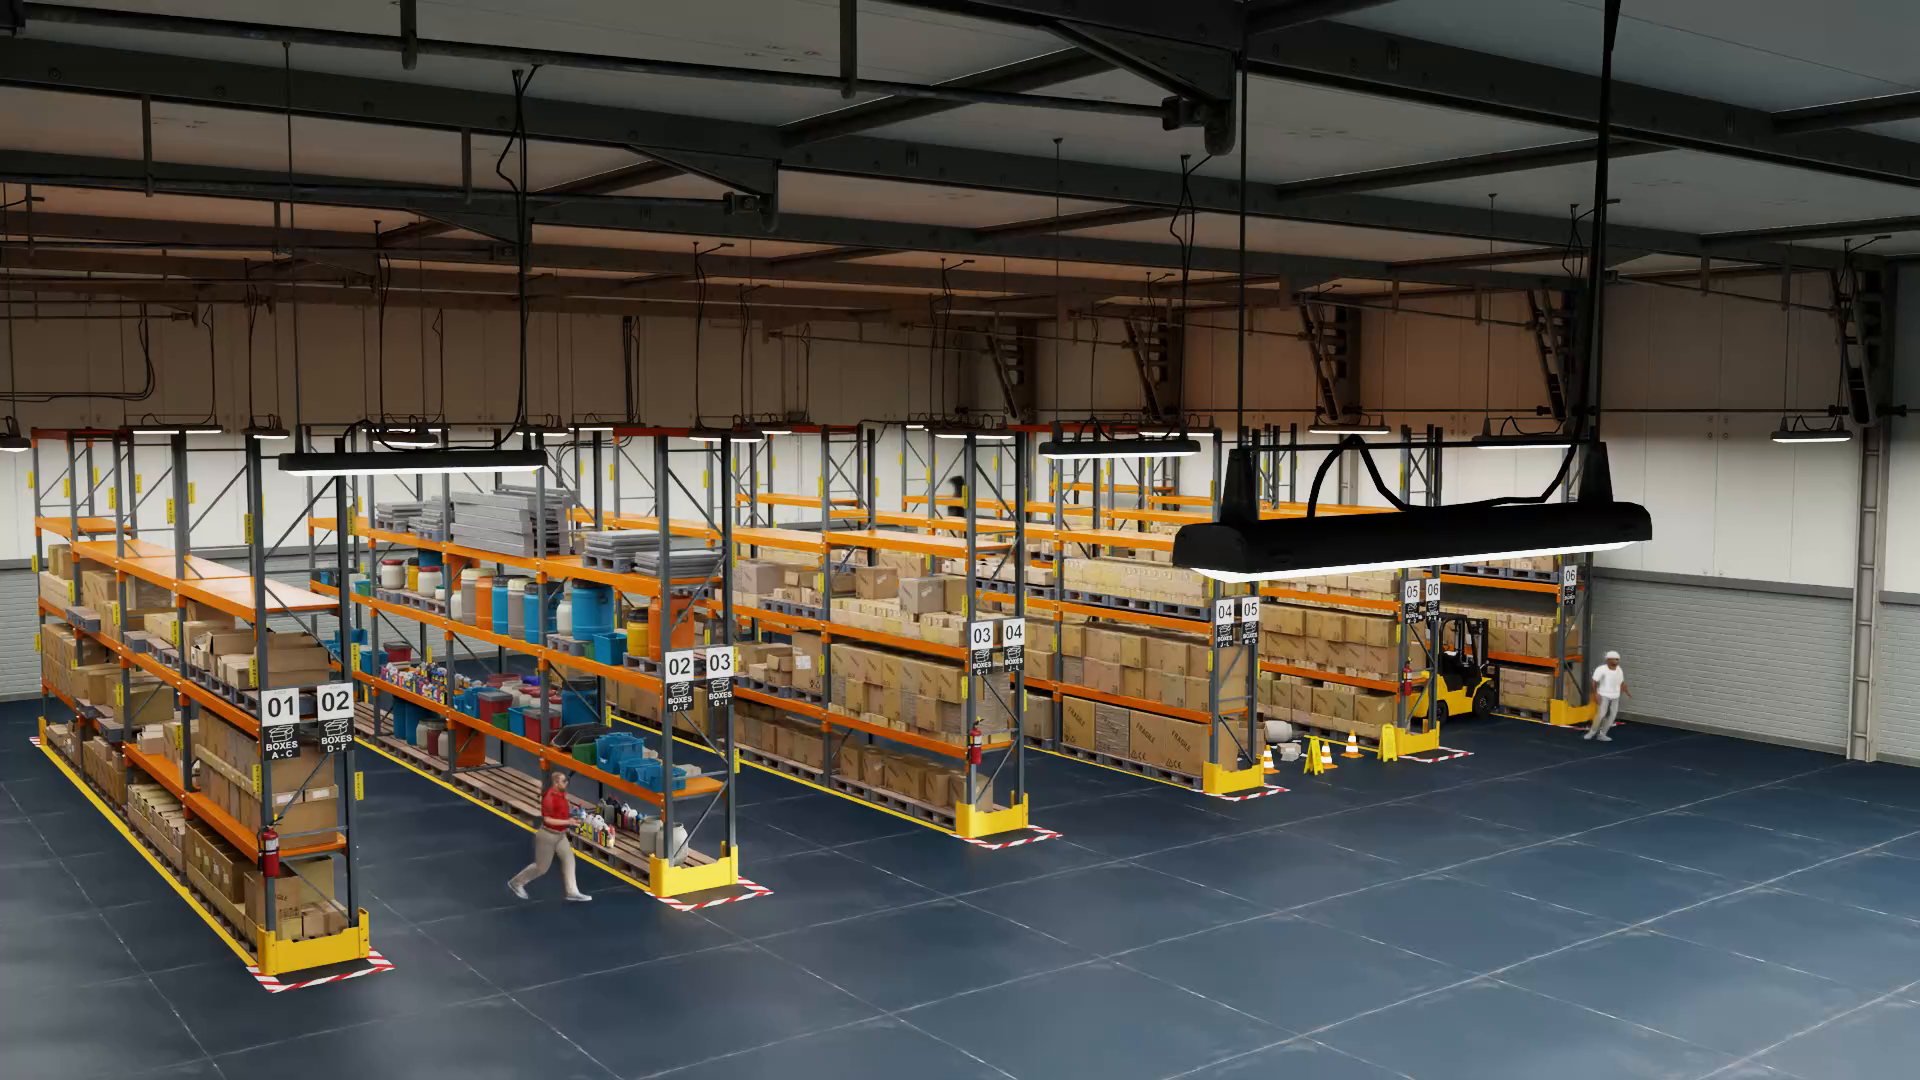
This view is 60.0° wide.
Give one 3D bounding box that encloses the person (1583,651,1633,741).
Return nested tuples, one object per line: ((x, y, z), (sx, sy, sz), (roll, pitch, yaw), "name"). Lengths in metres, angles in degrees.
((12.331, 2.982, 31.634), (0.793, 1.734, 0.589), (-2, 5, -20), "person")

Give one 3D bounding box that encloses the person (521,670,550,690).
((-8.043, 3.138, 31.198), (0.963, 1.603, 0.623), (4, 6, 40), "person")

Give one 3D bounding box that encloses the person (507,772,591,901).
((-5.257, 3.793, 21.219), (1.042, 1.692, 0.629), (1, 5, 8), "person")
